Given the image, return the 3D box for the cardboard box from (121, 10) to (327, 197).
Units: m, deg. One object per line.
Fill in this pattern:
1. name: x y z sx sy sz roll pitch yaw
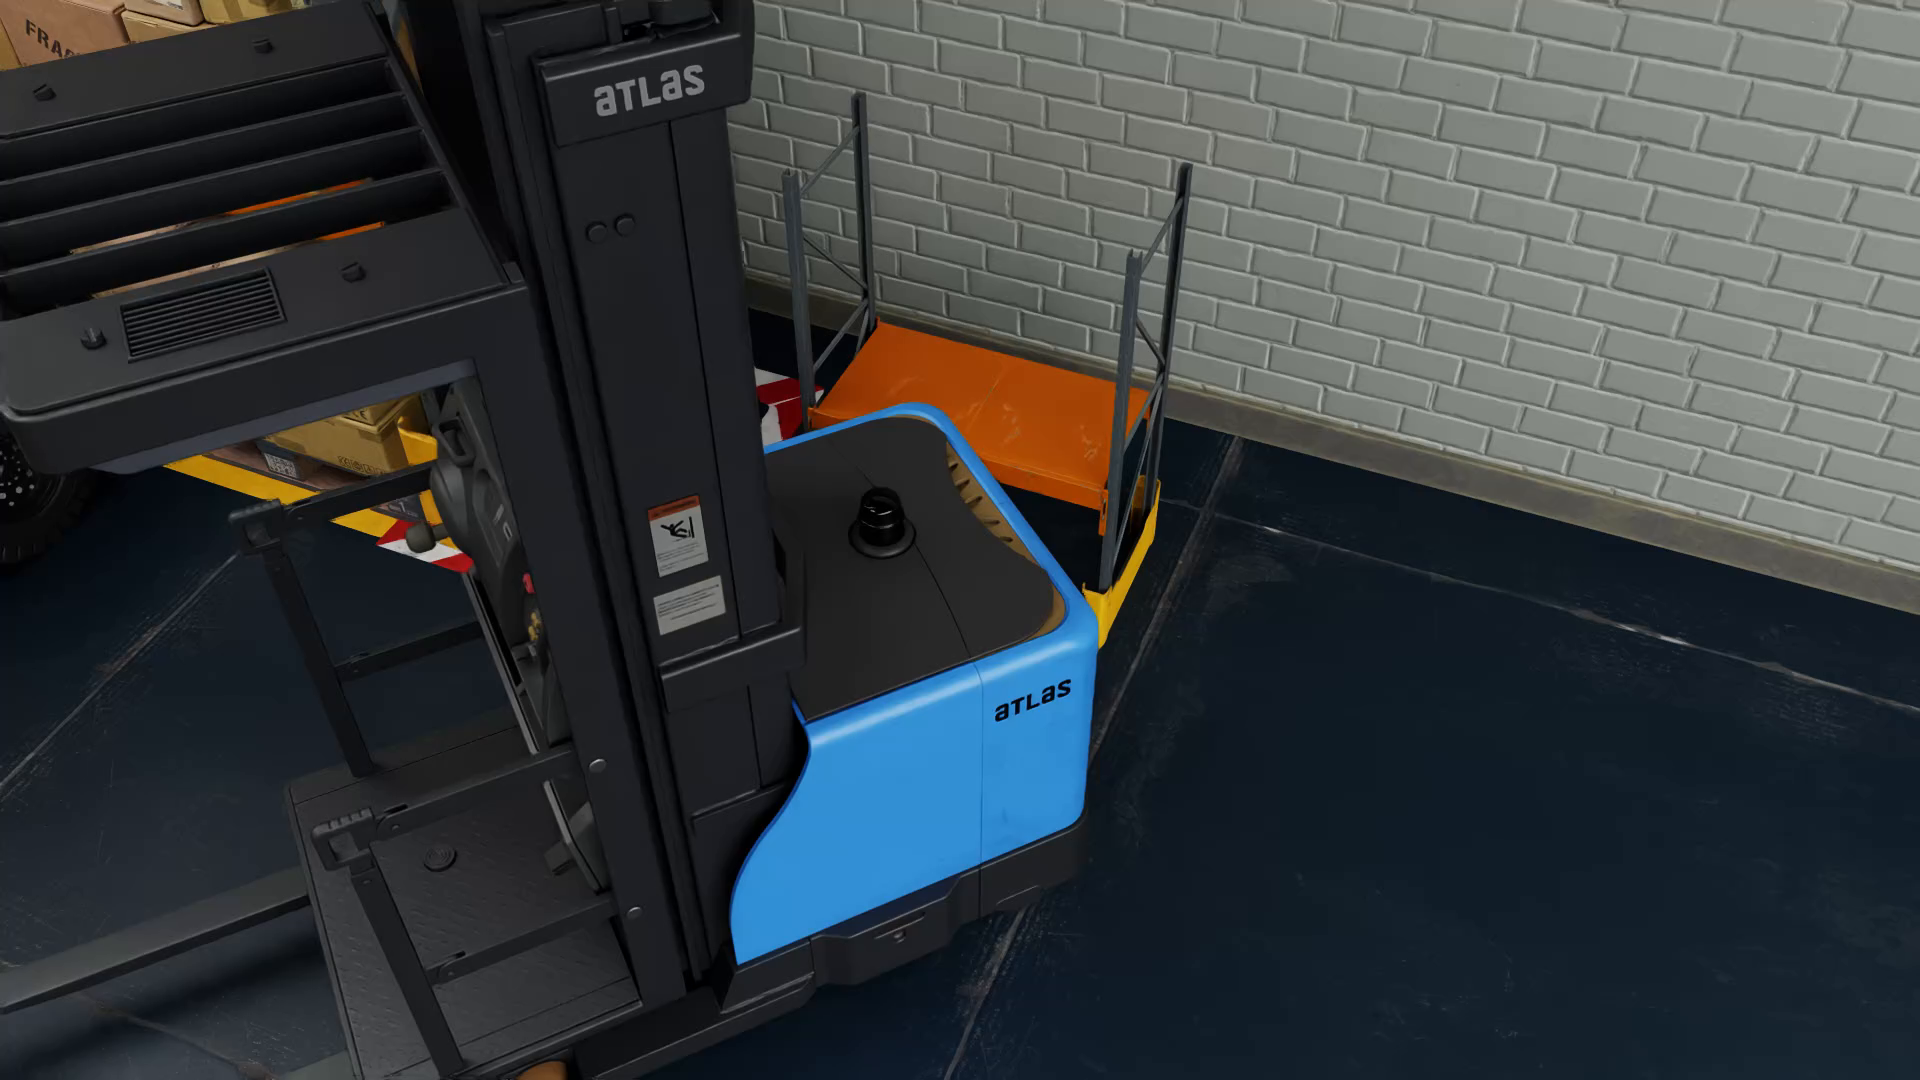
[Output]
1. cardboard box: -2.050 -1.408 4.967 0.500 0.500 0.500 15 47 15

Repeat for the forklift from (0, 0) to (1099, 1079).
1. forklift: -1.198 0.080 3.591 3.031 2.935 1.130 -19 48 -18

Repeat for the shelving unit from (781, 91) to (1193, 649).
1. shelving unit: 0.070 -0.511 5.200 1.083 1.500 0.587 16 47 16

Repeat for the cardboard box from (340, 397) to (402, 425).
1. cardboard box: -2.064 -0.690 5.614 0.500 0.250 0.500 16 47 15

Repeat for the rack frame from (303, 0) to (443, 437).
1. rack frame: -1.495 -1.410 5.040 0.127 3.000 1.000 16 47 16

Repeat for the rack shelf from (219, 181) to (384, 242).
1. rack shelf: -3.340 -1.698 5.840 4.000 0.370 1.077 16 47 16

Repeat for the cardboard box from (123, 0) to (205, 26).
1. cardboard box: -2.170 -1.637 4.738 0.250 0.149 0.380 17 47 16

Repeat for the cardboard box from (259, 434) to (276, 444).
1. cardboard box: -2.505 -0.647 5.925 0.500 0.250 0.500 16 47 16

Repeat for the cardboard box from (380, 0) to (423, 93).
1. cardboard box: -1.845 -1.760 5.322 0.500 0.500 0.500 18 48 17

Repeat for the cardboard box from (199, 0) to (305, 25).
1. cardboard box: -1.922 -1.587 4.687 0.250 0.149 0.380 17 47 16

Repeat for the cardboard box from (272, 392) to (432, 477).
1. cardboard box: -2.050 -0.506 5.783 0.500 0.250 0.500 17 47 16

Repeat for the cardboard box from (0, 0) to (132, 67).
1. cardboard box: -2.525 -1.555 5.115 0.500 0.500 0.500 18 48 17

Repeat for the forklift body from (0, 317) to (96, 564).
1. forklift body: -3.947 -0.436 4.663 1.214 2.155 2.313 16 47 16

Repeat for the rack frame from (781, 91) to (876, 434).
1. rack frame: -0.390 -0.647 5.336 0.032 1.500 0.500 16 47 16

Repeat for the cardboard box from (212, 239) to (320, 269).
1. cardboard box: -2.040 -0.860 5.431 0.500 0.250 0.500 18 48 17

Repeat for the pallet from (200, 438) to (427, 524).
1. pallet: -2.217 -0.602 6.205 1.213 0.211 1.003 16 47 16

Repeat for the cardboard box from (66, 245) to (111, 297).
1. cardboard box: -2.983 -1.126 5.697 0.500 0.250 0.500 17 47 16

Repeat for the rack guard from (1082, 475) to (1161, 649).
1. rack guard: 0.530 0.067 5.505 0.087 0.250 0.587 16 47 16

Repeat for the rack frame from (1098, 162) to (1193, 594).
1. rack frame: 0.548 -0.370 5.059 0.032 1.500 0.500 16 47 16

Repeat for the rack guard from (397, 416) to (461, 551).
1. rack guard: -1.472 -0.517 5.915 0.348 0.500 1.175 16 47 16

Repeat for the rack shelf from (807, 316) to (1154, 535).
1. rack shelf: 0.079 -0.381 5.325 1.000 0.185 0.538 16 47 16

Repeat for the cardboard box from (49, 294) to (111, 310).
1. cardboard box: -3.007 -0.959 5.885 0.500 0.250 0.500 15 47 15

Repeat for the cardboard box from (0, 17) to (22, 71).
1. cardboard box: -2.998 -1.694 5.255 0.500 0.500 0.500 16 47 15

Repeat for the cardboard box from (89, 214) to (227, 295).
1. cardboard box: -2.513 -0.995 5.566 0.500 0.250 0.500 17 47 17
